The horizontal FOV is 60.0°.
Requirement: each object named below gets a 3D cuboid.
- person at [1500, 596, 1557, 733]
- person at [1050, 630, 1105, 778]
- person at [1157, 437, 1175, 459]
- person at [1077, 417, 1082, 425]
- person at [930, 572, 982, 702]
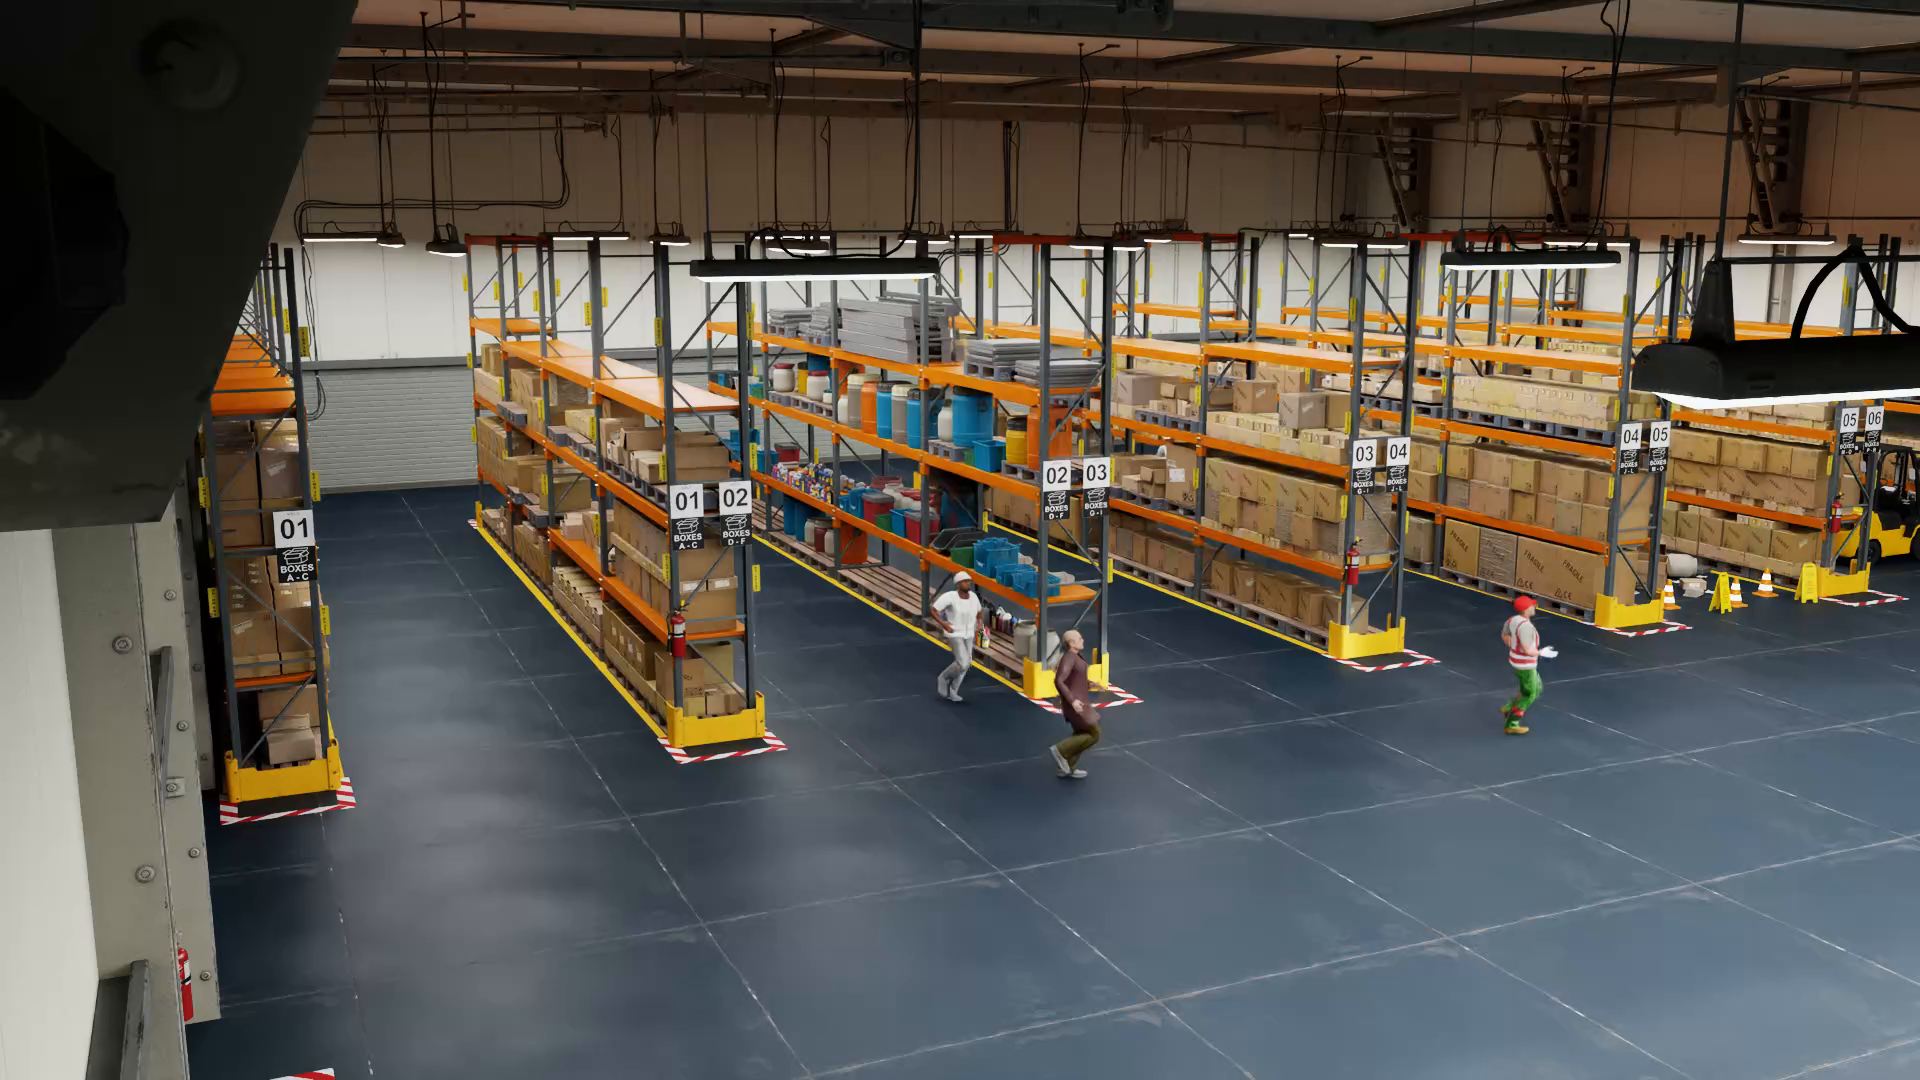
[{"bbox_3d":[7.030,1.537,20.567,0.580,1.741,0.644,1,11,4],"label":"person"},{"bbox_3d":[1.343,1.874,18.942,0.625,1.736,0.716,1,11,3],"label":"person"},{"bbox_3d":[4.460,-1.432,35.951,0.647,1.842,0.874,-5,12,-23],"label":"person"},{"bbox_3d":[2.828,-2.066,39.053,0.749,1.775,1.061,-3,11,-15],"label":"person"},{"bbox_3d":[0.035,1.277,22.042,0.733,1.739,0.521,-9,14,-38],"label":"person"}]
